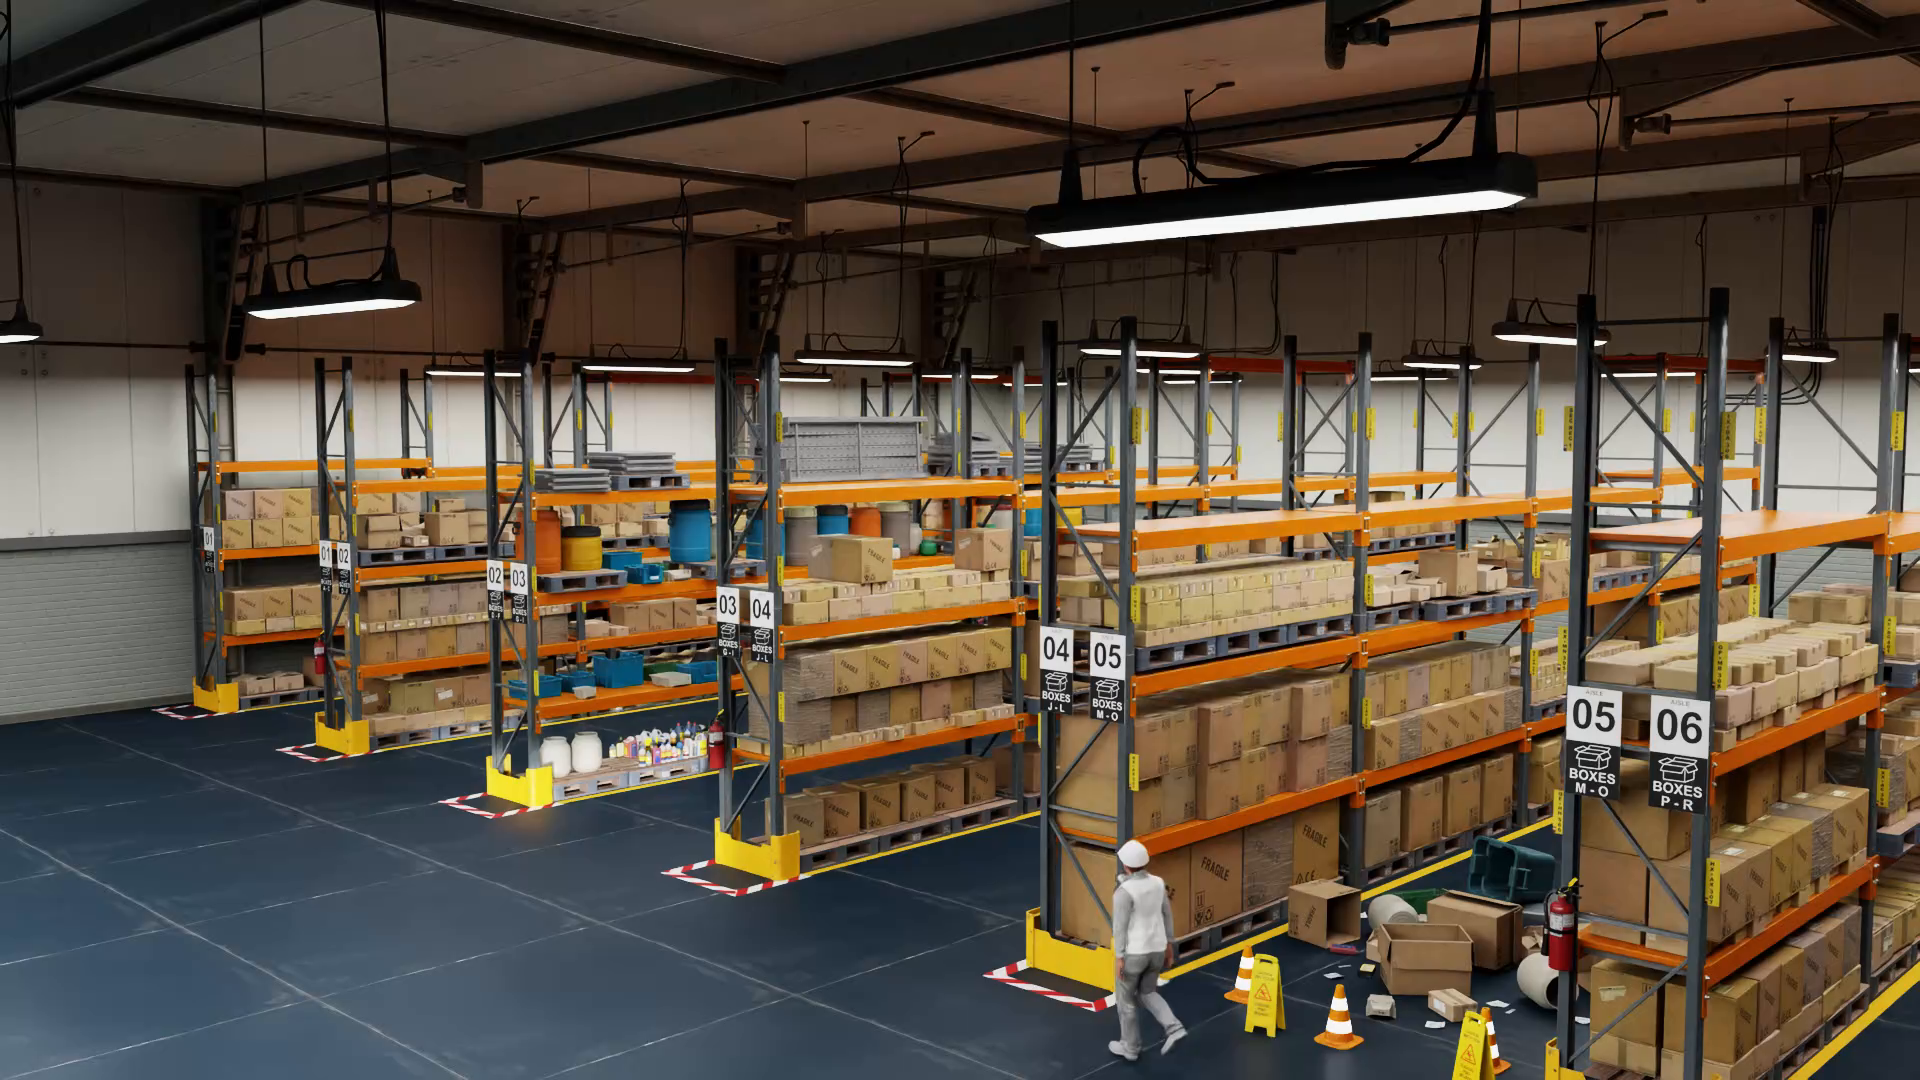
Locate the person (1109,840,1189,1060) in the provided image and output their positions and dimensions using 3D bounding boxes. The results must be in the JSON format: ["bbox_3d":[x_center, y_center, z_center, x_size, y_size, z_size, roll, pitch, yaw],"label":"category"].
[{"bbox_3d":[1.467,3.266,13.197,0.544,1.761,0.652,-3,6,-38],"label":"person"}]

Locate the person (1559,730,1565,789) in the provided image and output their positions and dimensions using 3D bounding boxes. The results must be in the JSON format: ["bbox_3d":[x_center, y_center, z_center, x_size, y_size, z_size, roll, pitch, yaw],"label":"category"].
[{"bbox_3d":[7.317,2.816,19.541,0.537,1.720,0.566,-4,6,-45],"label":"person"}]
